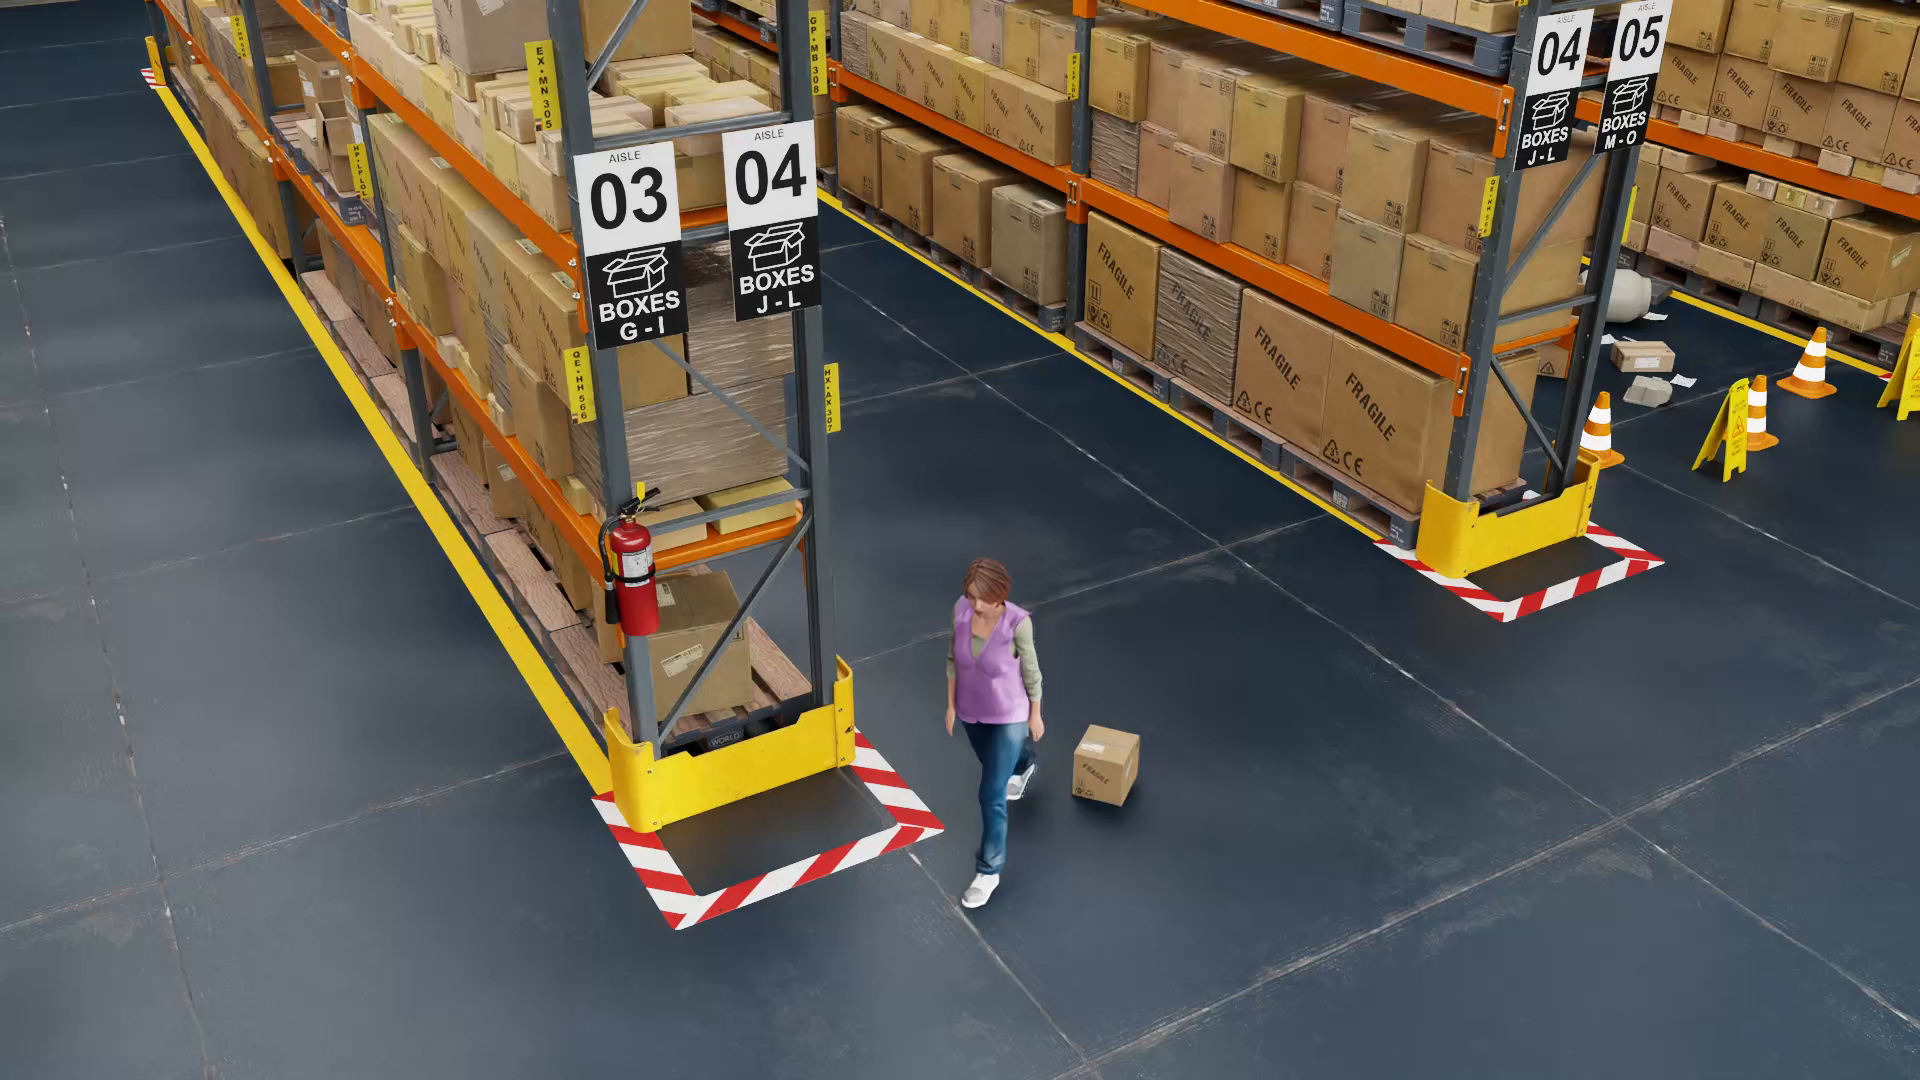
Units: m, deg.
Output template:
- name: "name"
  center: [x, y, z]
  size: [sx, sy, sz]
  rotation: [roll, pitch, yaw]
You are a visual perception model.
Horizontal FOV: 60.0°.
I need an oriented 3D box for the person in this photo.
- name: "person"
  center: [0.157, 0.721, 7.282]
  size: [0.423, 1.545, 0.932]
  rotation: [17, 34, 27]
